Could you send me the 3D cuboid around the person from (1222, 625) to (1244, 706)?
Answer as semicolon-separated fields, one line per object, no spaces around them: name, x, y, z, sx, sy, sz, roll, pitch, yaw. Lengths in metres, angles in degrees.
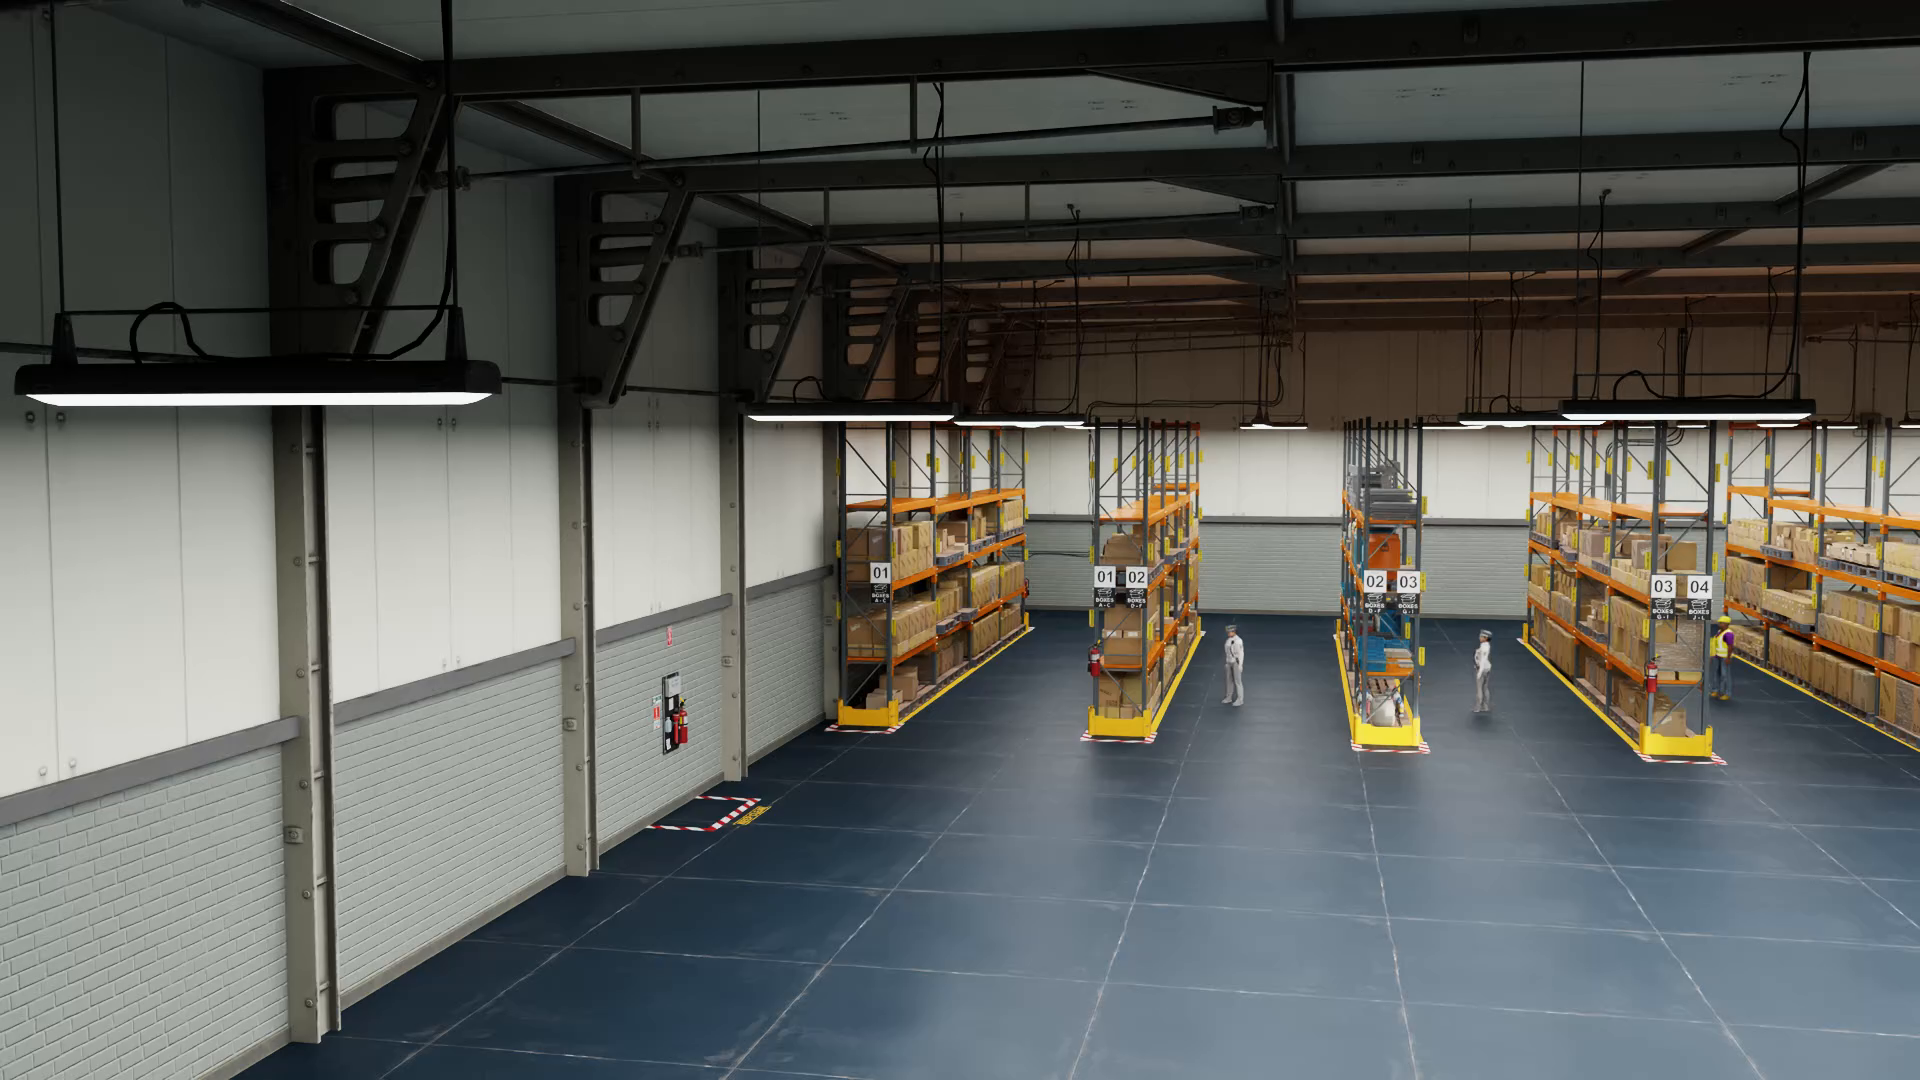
person;5.746;2.620;34.992;0.374;1.669;0.544;-2;4;-23

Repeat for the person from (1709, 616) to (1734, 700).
person;16.369;2.516;35.696;0.405;1.772;0.616;-1;4;-18

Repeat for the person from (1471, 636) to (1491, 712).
person;10.679;2.704;34.054;0.376;1.656;0.494;3;5;37
